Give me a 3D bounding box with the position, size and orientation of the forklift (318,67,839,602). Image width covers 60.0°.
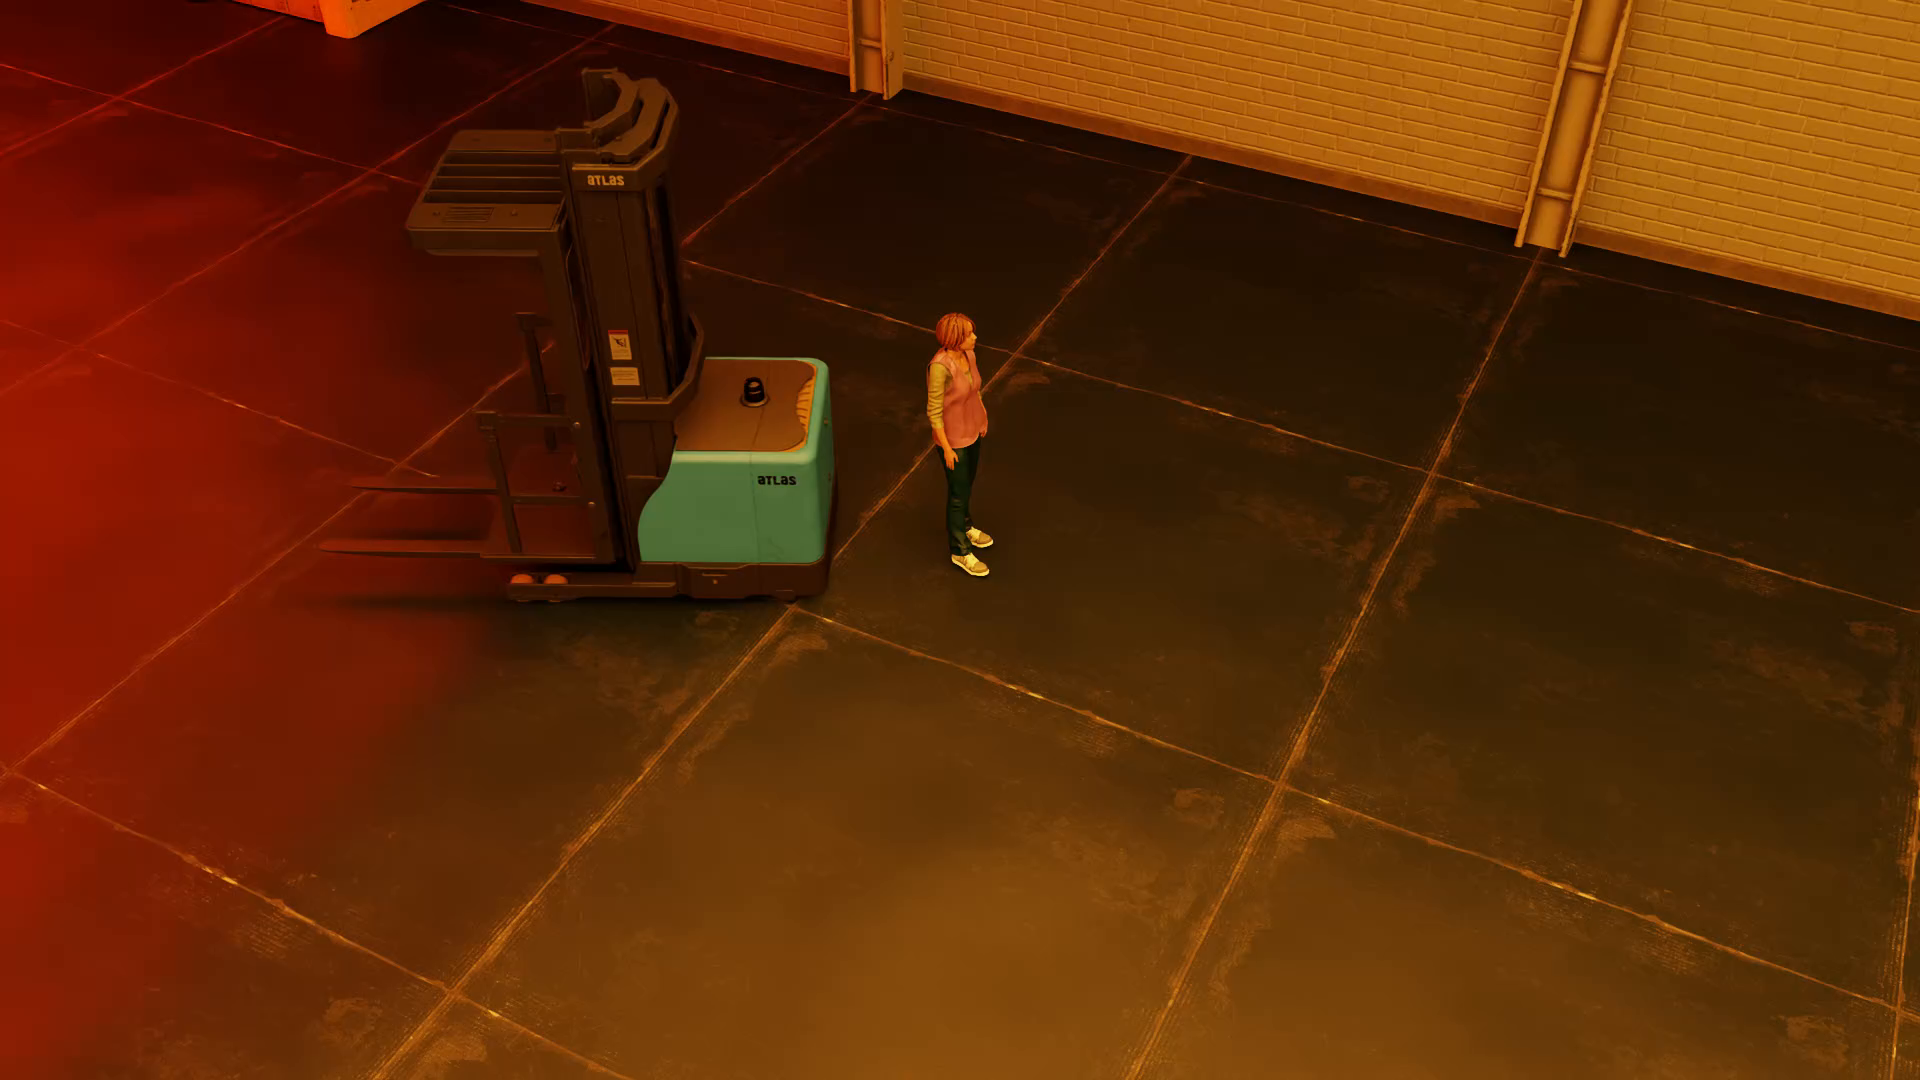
[{"bbox_3d":[-2.289,-1.094,9.285,3.031,2.935,1.130,1,40,1],"label":"forklift"}]

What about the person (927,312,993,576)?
[{"bbox_3d":[0.059,-0.586,9.707,0.475,1.598,0.519,18,43,21],"label":"person"}]
